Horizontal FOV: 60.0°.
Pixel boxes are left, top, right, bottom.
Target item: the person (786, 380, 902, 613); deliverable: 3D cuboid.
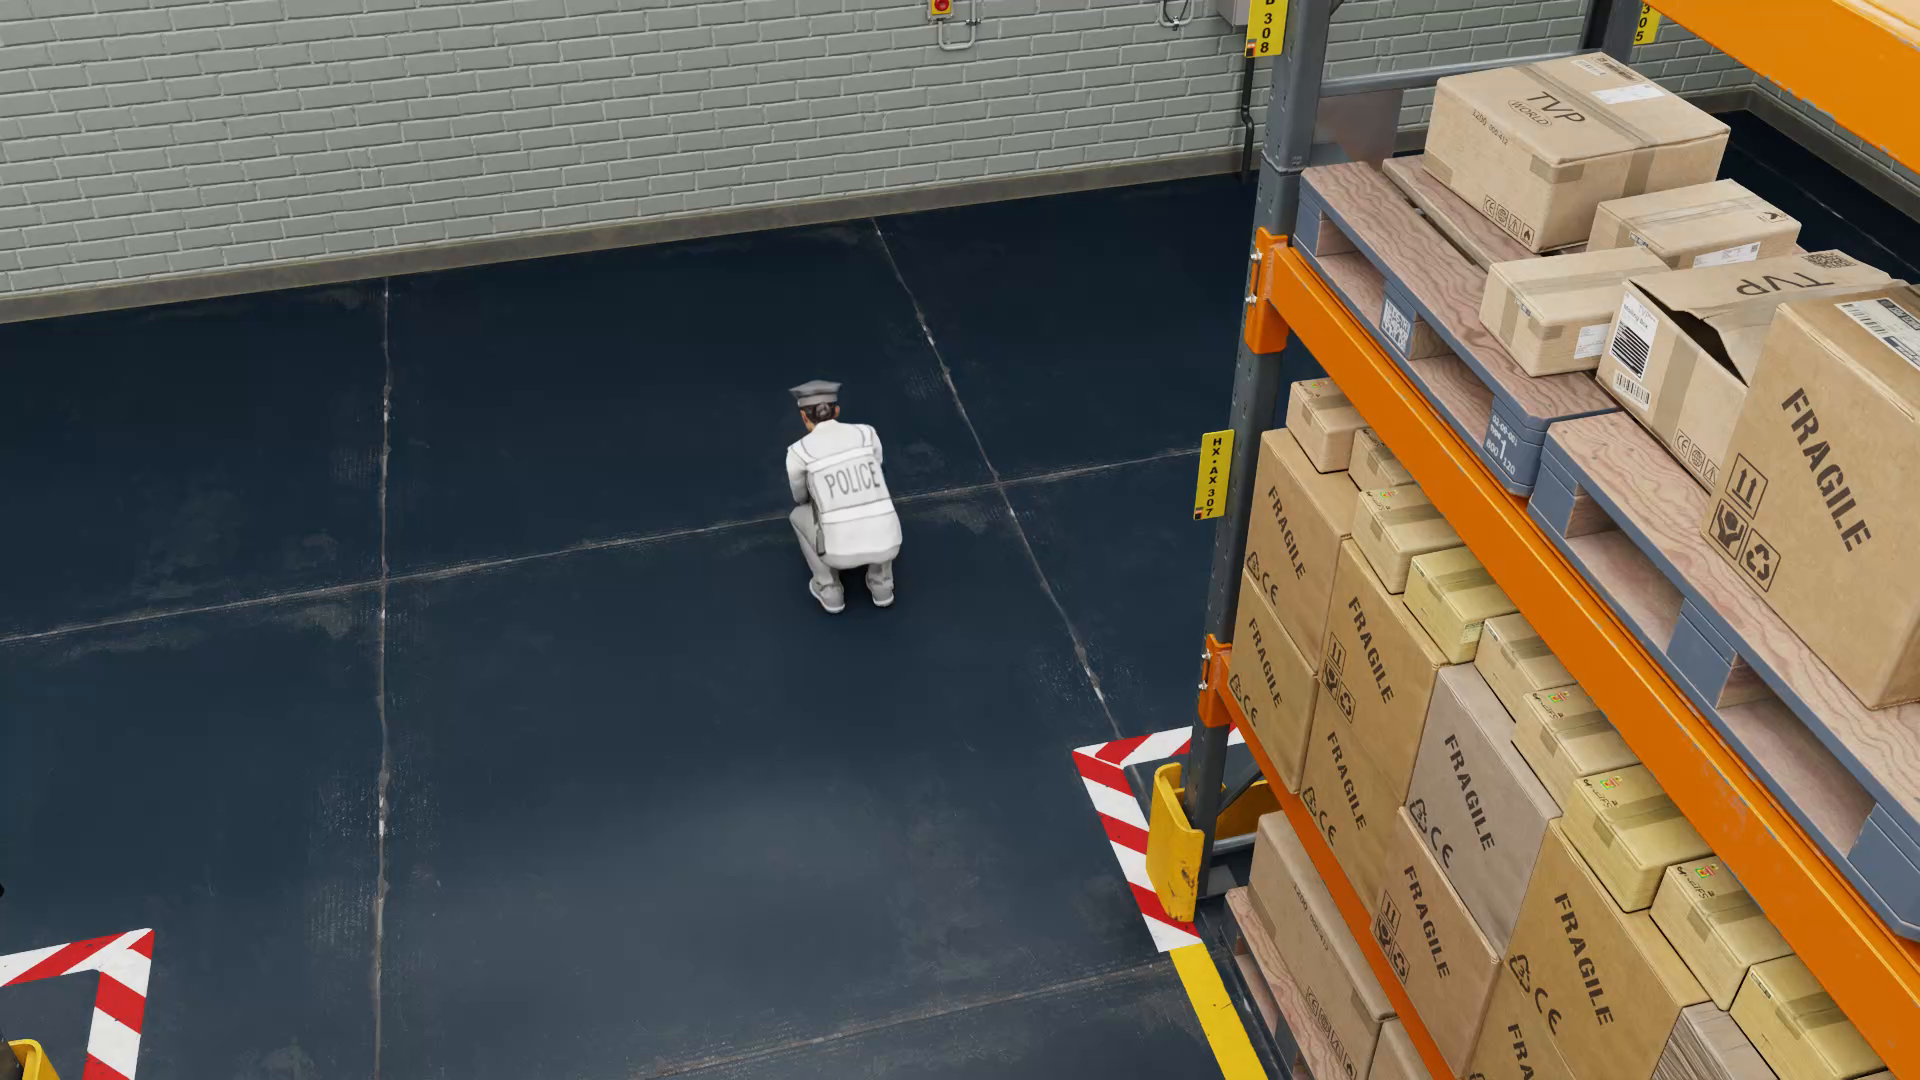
[{"bbox_3d":[-0.538,-0.212,7.548,0.469,0.977,0.834,-10,40,-12],"label":"person"}]
